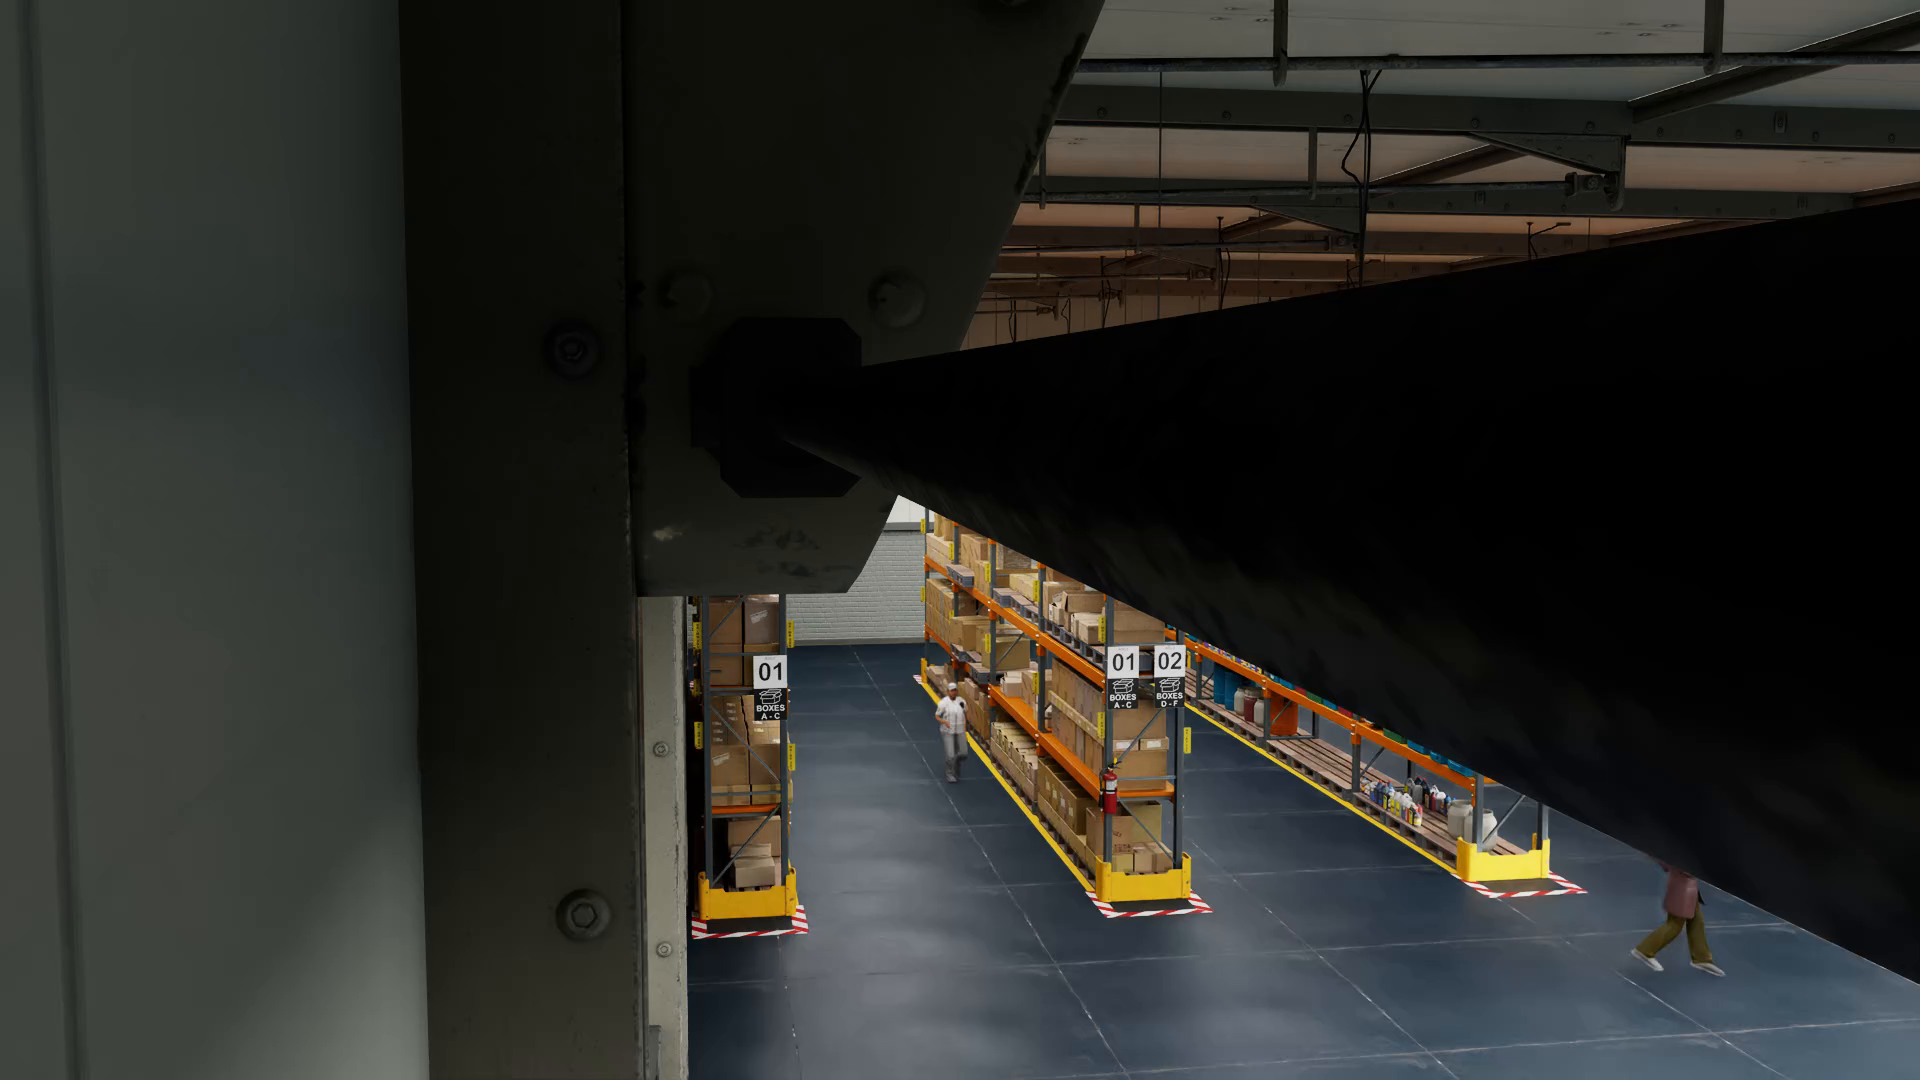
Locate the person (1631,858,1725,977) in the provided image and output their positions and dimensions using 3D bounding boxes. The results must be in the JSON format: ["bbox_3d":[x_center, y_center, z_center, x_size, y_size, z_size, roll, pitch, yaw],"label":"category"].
[{"bbox_3d":[7.811,3.835,18.015,0.985,1.808,0.701,1,5,15],"label":"person"}]

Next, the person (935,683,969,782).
[{"bbox_3d":[-0.091,3.137,27.075,0.598,1.621,0.521,-1,5,-15],"label":"person"}]
